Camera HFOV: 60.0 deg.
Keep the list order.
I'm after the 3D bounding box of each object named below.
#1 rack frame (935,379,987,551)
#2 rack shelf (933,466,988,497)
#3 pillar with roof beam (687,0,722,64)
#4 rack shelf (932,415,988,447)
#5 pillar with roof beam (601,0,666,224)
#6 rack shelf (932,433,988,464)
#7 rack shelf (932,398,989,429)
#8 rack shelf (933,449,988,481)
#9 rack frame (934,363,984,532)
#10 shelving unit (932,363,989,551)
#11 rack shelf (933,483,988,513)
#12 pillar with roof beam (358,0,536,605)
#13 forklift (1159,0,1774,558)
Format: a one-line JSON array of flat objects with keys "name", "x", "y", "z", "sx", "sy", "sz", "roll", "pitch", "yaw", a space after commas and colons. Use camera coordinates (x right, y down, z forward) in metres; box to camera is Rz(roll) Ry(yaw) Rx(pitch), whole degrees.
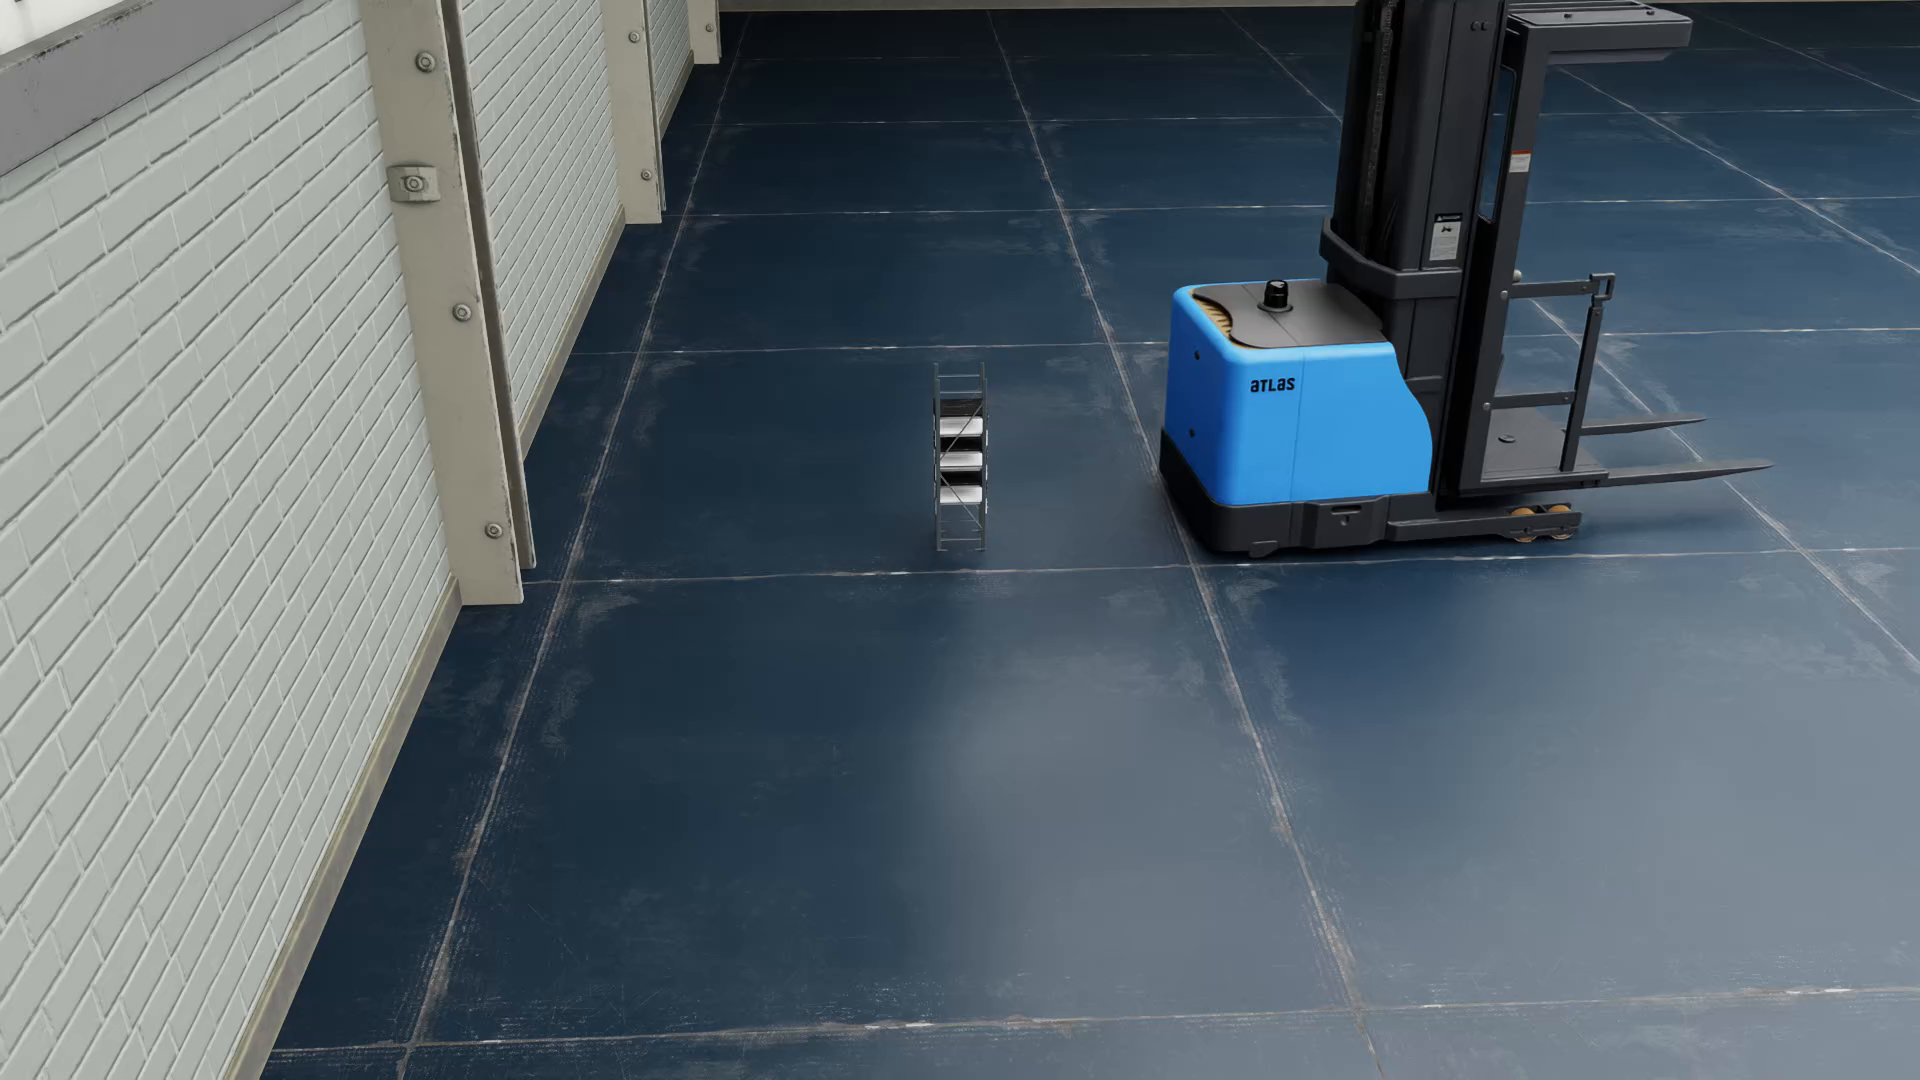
[{"name": "rack frame", "x": 0.006, "y": -0.348, "z": 7.945, "sx": 0.240, "sy": 0.900, "sz": 0.006, "roll": -1, "pitch": 28, "yaw": -3}, {"name": "rack shelf", "x": 0.000, "y": -0.286, "z": 8.092, "sx": 0.258, "sy": 0.077, "sz": 0.200, "roll": -1, "pitch": 28, "yaw": -3}, {"name": "pillar with roof beam", "x": 1.482, "y": -9.430, "z": 16.599, "sx": 9.100, "sy": 9.000, "sz": 0.400, "roll": -1, "pitch": 28, "yaw": -3}, {"name": "rack shelf", "x": 0.000, "y": -0.525, "z": 7.967, "sx": 0.258, "sy": 0.077, "sz": 0.200, "roll": -1, "pitch": 28, "yaw": -3}, {"name": "pillar with roof beam", "x": 1.795, "y": -6.659, "z": 11.287, "sx": 9.100, "sy": 9.000, "sz": 0.400, "roll": -1, "pitch": 28, "yaw": -3}, {"name": "rack shelf", "x": 0.000, "y": -0.445, "z": 8.009, "sx": 0.258, "sy": 0.077, "sz": 0.200, "roll": -1, "pitch": 28, "yaw": -3}, {"name": "rack shelf", "x": 0.000, "y": -0.605, "z": 7.925, "sx": 0.258, "sy": 0.077, "sz": 0.200, "roll": -1, "pitch": 28, "yaw": -3}, {"name": "rack shelf", "x": 0.000, "y": -0.366, "z": 8.050, "sx": 0.258, "sy": 0.077, "sz": 0.200, "roll": -1, "pitch": 28, "yaw": -3}, {"name": "rack frame", "x": -0.005, "y": -0.442, "z": 8.125, "sx": 0.240, "sy": 0.900, "sz": 0.006, "roll": -1, "pitch": 28, "yaw": -3}, {"name": "shelving unit", "x": 0.000, "y": -0.395, "z": 8.035, "sx": 0.258, "sy": 0.900, "sz": 0.210, "roll": -1, "pitch": 28, "yaw": -3}, {"name": "rack shelf", "x": 0.000, "y": -0.206, "z": 8.133, "sx": 0.258, "sy": 0.077, "sz": 0.200, "roll": -1, "pitch": 28, "yaw": -3}, {"name": "pillar with roof beam", "x": 2.108, "y": -3.888, "z": 5.974, "sx": 9.100, "sy": 9.000, "sz": 0.400, "roll": -1, "pitch": 28, "yaw": -3}, {"name": "forklift", "x": 2.619, "y": -1.524, "z": 8.003, "sx": 3.031, "sy": 2.935, "sz": 1.130, "roll": -4, "pitch": 28, "yaw": -8}]
